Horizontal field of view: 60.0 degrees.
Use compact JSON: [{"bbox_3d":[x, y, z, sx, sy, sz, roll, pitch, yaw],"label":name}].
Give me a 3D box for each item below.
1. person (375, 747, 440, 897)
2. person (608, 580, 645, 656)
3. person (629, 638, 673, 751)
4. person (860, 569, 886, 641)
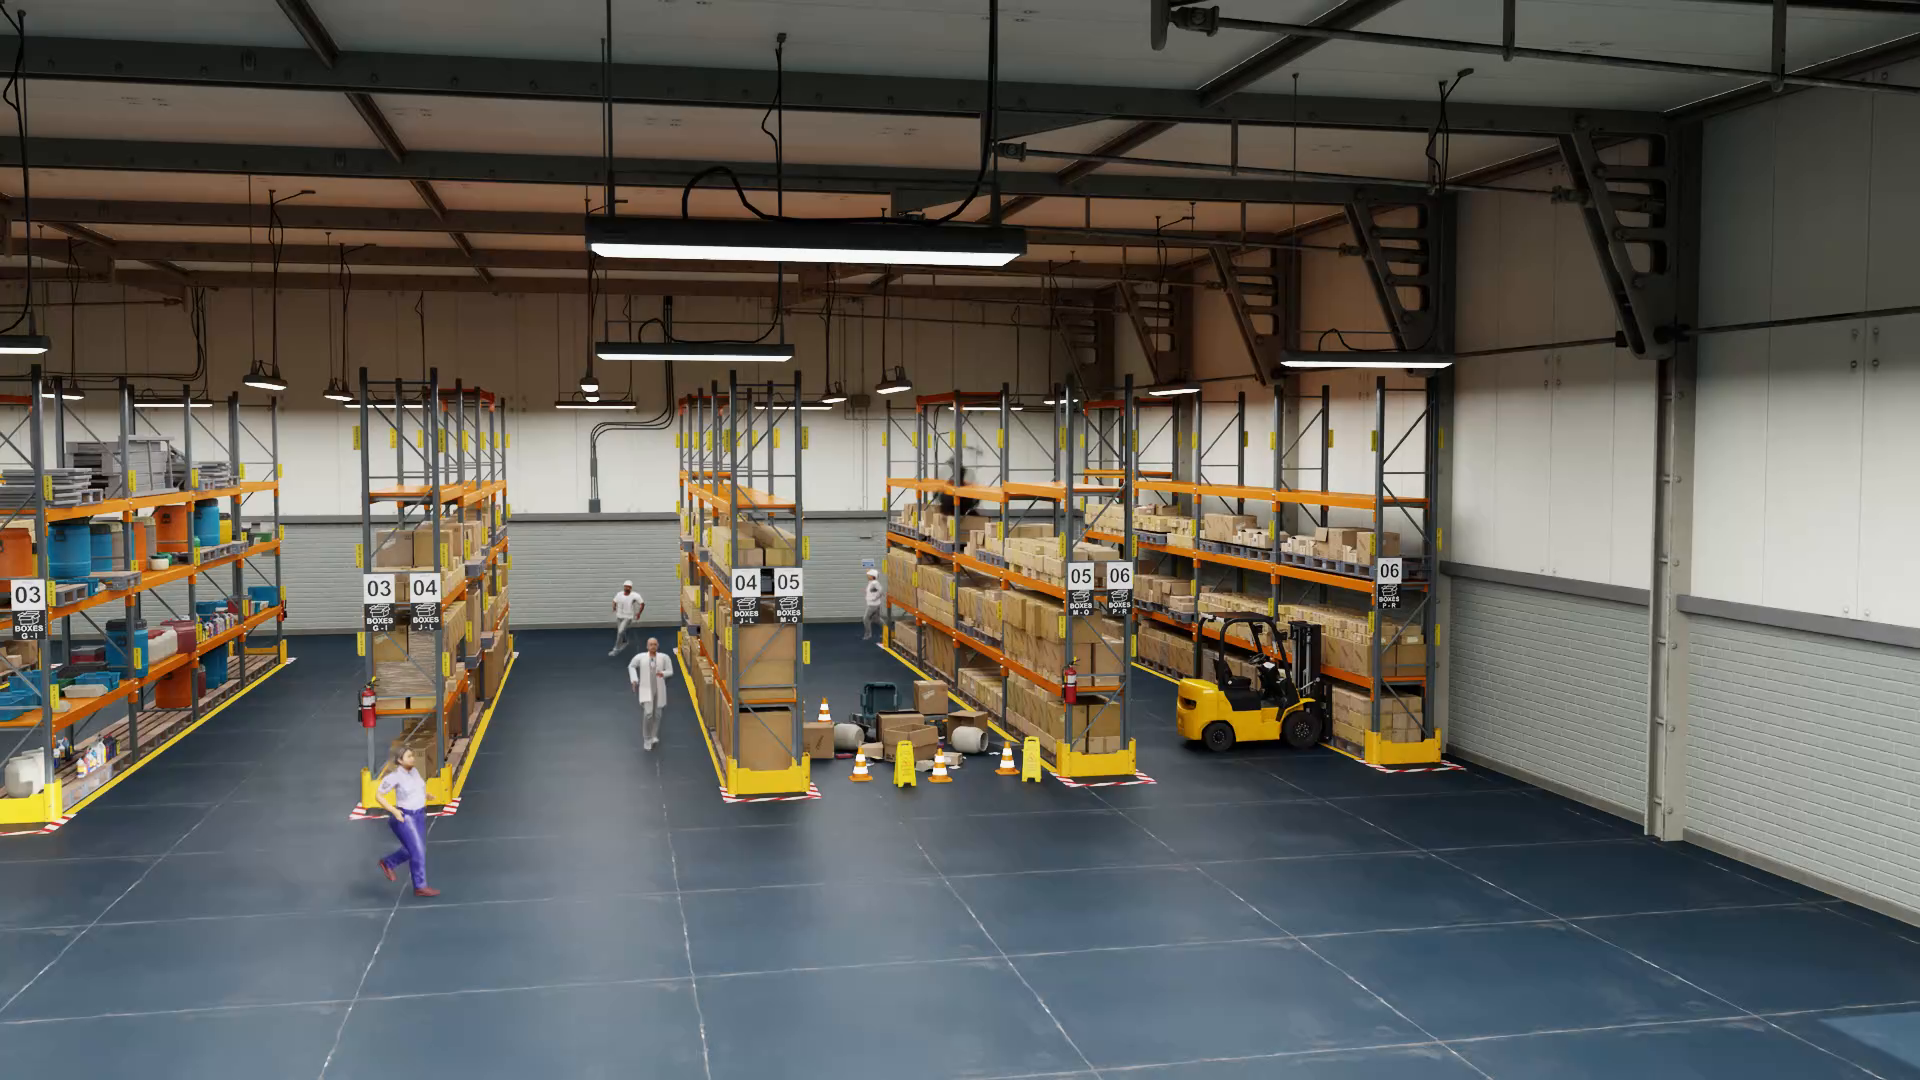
[{"bbox_3d":[-6.123,3.094,18.373,0.862,1.617,0.619,1,4,18],"label":"person"},{"bbox_3d":[-7.824,1.806,38.830,0.761,1.737,0.971,1,4,21],"label":"person"},{"bbox_3d":[-5.014,2.508,27.102,0.670,1.834,0.809,-1,4,-21],"label":"person"},{"bbox_3d":[-2.136,1.648,41.686,0.755,1.835,0.656,0,3,-1],"label":"person"}]
